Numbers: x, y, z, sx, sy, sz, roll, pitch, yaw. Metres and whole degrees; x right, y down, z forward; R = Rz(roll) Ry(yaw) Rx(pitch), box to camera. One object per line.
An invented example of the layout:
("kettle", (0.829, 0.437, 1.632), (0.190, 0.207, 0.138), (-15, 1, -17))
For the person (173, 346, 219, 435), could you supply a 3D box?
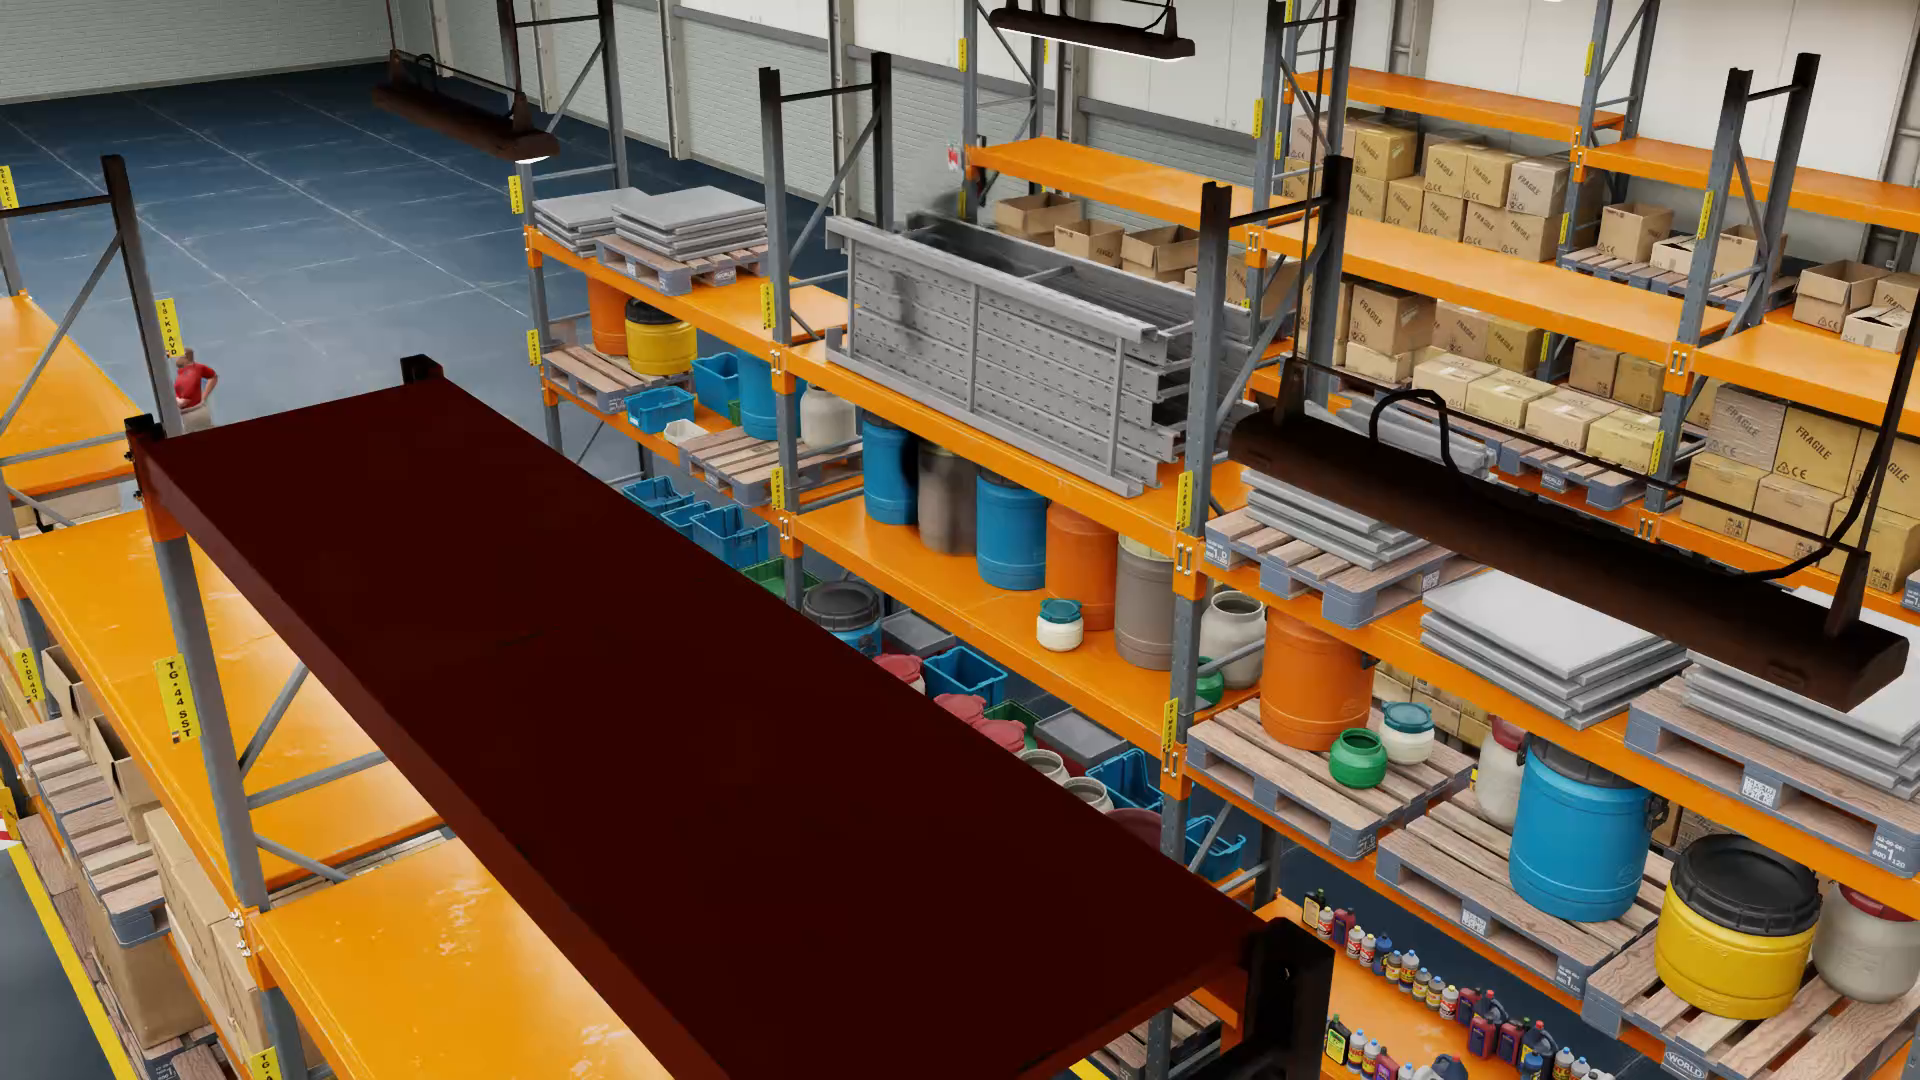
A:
("person", (-8.757, -1.379, 19.129), (0.837, 1.788, 0.640), (-9, 27, -17))
